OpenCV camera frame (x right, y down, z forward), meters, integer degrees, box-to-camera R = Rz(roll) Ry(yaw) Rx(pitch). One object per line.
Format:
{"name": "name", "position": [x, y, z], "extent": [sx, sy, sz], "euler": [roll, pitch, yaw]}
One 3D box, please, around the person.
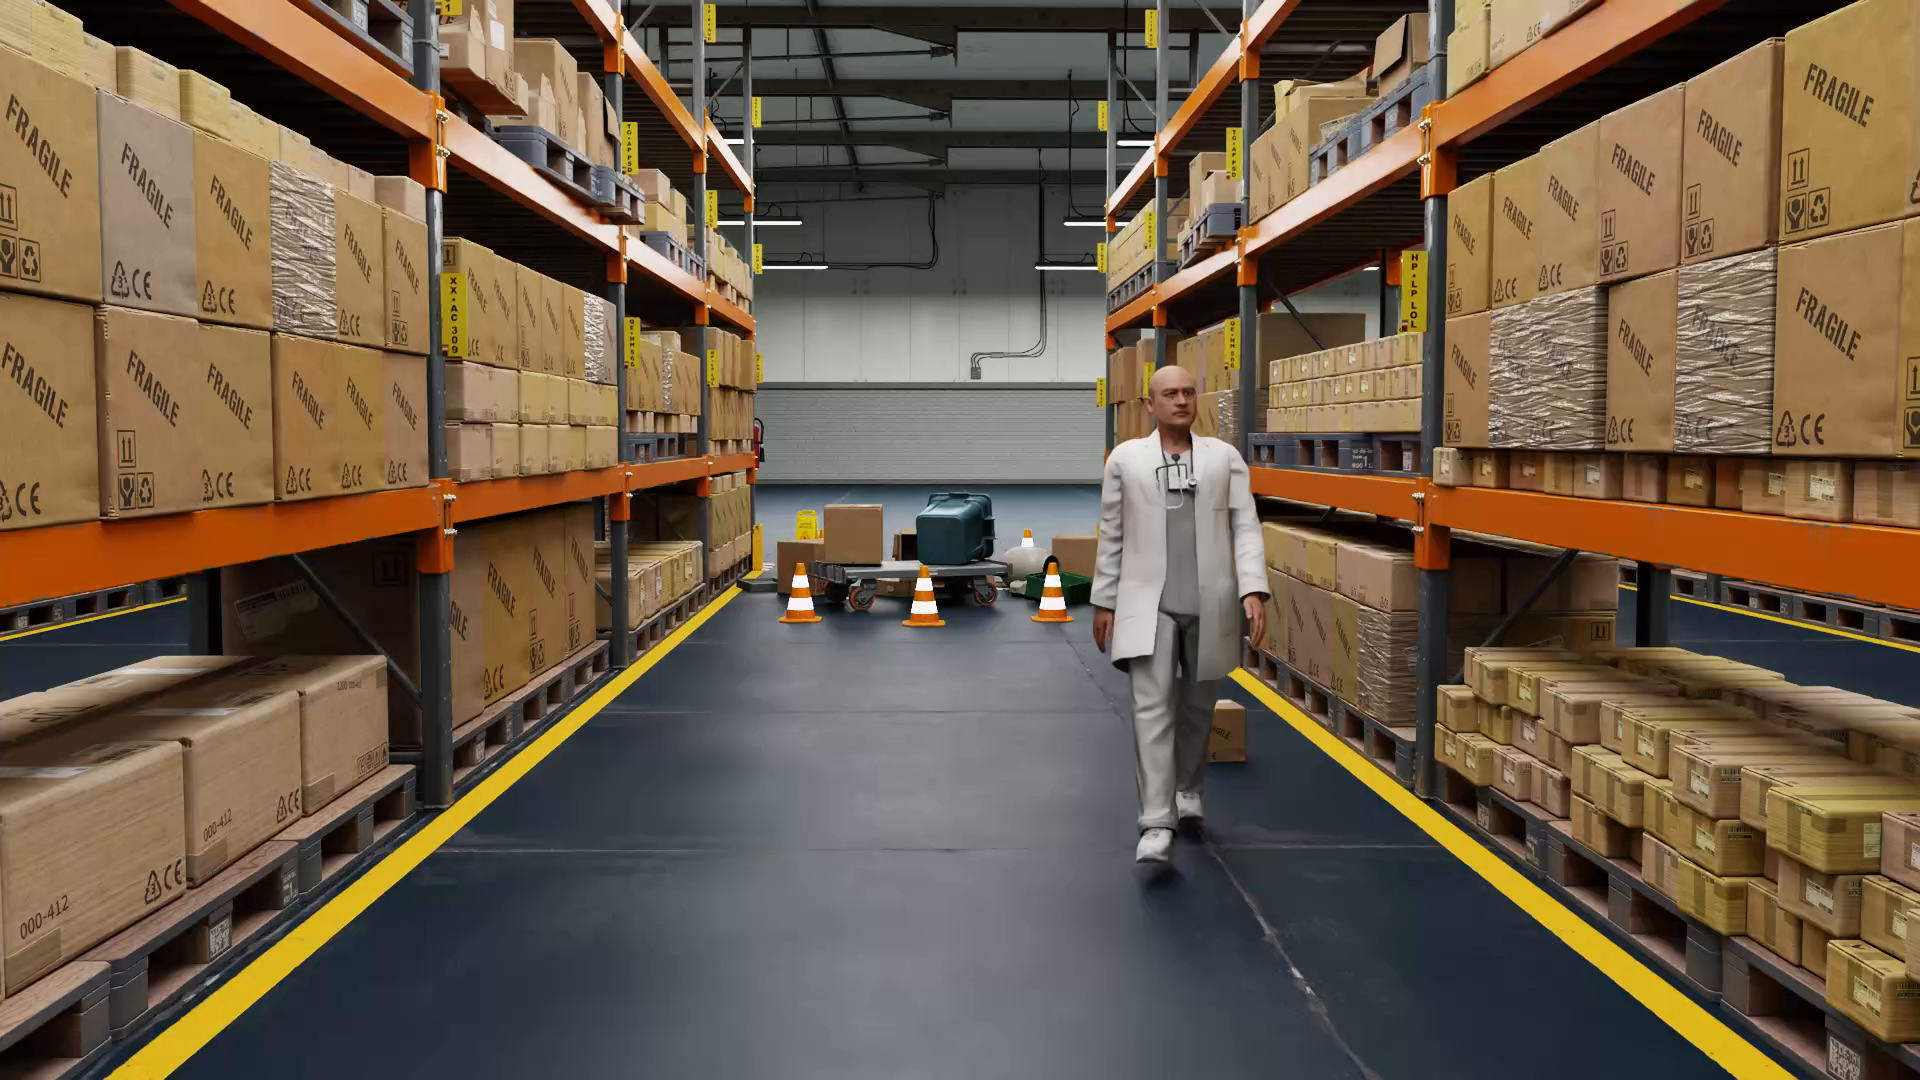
{"name": "person", "position": [0.793, 0.235, 5.973], "extent": [0.621, 1.726, 1.083], "euler": [0, 4, 0]}
